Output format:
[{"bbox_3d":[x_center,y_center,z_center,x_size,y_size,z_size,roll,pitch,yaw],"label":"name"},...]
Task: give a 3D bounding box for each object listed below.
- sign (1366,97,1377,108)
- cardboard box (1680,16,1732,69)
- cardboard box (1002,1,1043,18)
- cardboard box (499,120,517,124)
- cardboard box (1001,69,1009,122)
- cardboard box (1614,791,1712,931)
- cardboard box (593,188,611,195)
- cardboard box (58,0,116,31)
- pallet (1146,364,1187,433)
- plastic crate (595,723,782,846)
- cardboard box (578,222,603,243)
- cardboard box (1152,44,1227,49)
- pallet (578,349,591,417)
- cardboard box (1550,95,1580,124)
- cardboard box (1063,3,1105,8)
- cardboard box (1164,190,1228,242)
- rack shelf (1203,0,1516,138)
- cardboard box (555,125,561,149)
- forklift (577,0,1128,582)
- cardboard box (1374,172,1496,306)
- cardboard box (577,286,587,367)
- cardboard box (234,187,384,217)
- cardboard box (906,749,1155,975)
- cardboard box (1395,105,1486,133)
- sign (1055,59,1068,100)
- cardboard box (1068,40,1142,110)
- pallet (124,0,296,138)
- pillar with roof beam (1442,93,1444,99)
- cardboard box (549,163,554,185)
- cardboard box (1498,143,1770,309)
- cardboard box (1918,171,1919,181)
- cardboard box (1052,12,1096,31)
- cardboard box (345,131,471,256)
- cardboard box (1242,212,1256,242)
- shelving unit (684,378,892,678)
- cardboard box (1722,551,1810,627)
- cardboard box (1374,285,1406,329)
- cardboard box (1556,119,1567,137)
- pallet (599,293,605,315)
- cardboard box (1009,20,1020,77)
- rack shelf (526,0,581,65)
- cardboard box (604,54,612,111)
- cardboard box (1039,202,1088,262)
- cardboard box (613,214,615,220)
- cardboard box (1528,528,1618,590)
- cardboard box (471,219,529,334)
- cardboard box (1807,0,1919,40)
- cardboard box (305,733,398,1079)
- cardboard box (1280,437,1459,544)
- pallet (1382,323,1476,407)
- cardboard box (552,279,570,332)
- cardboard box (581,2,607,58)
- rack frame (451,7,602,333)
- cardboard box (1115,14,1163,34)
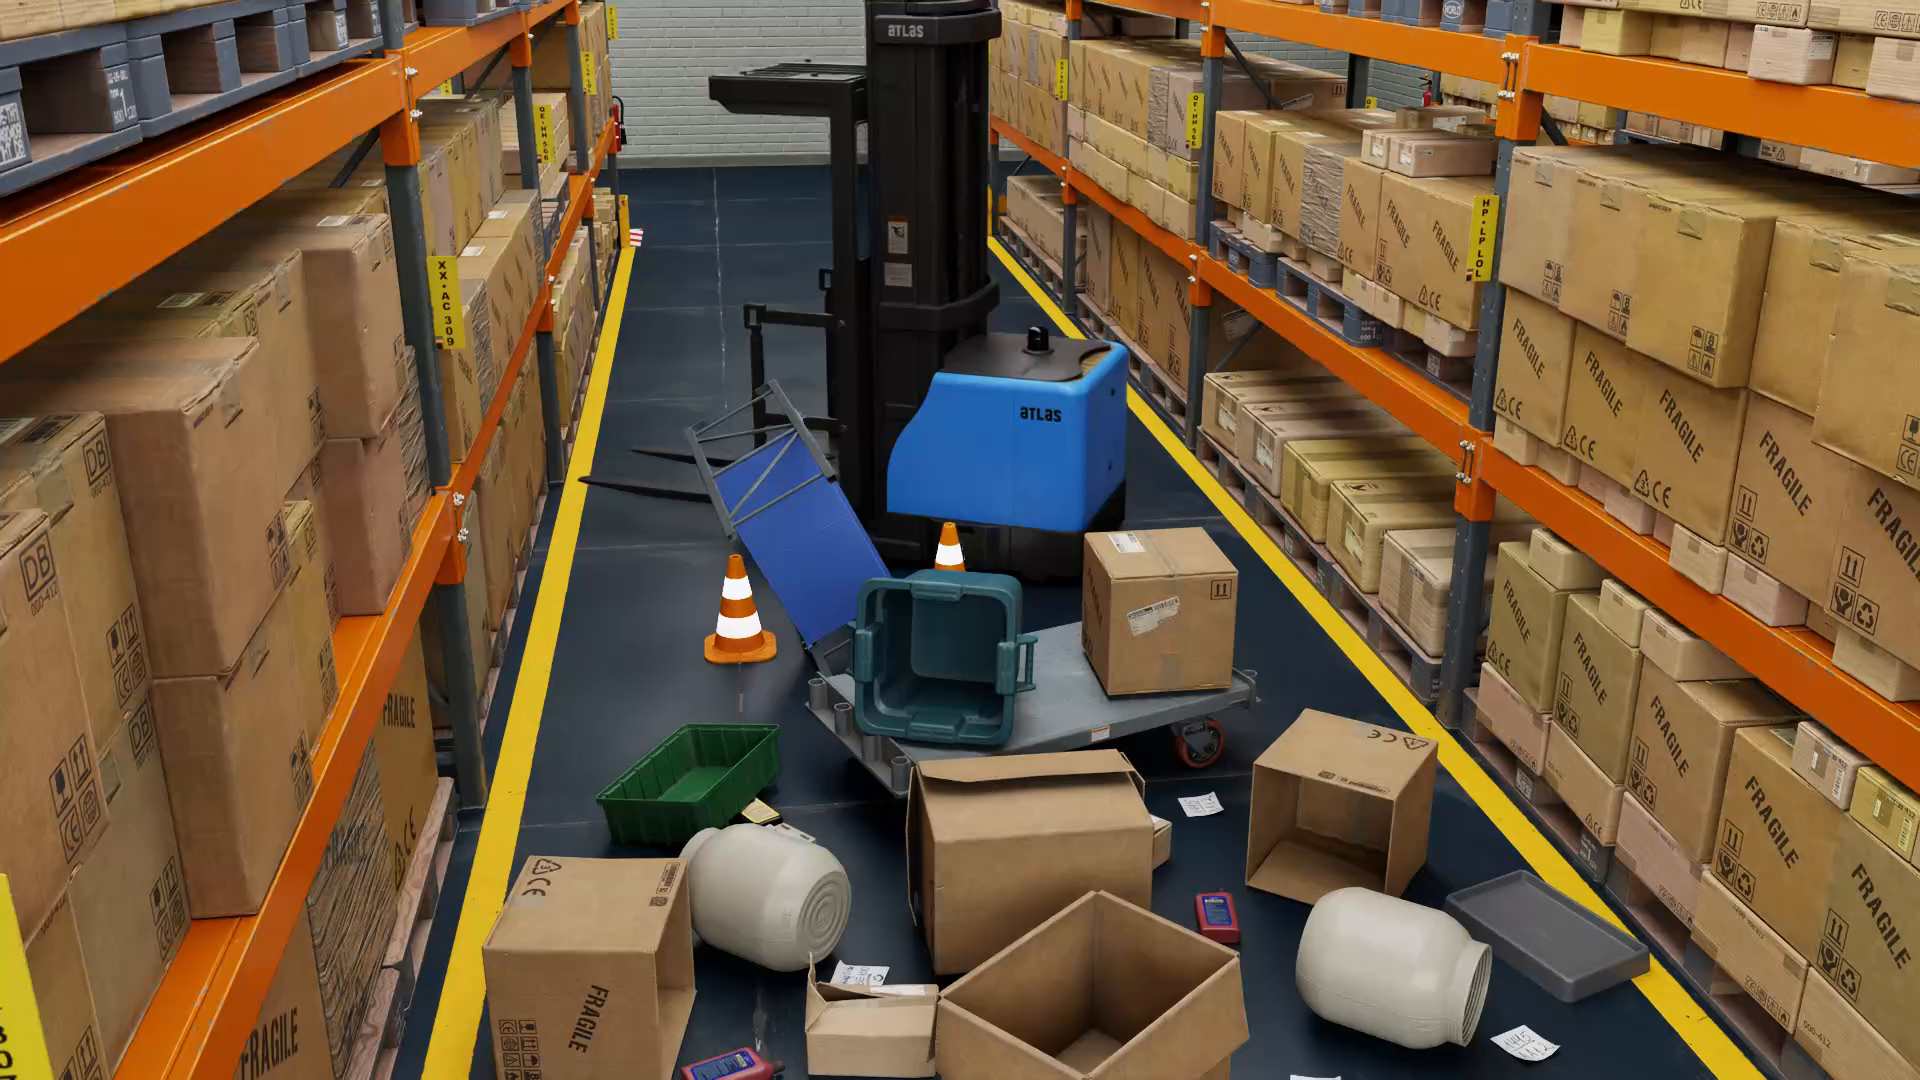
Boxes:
[{"bbox_3d":[2.505,-2.560,10.241,0.100,0.325,0.005,-3,21,-8],"label":"sign"},{"bbox_3d":[2.473,-1.544,5.135,0.380,0.149,0.250,-2,21,-6],"label":"cardboard box"},{"bbox_3d":[0.626,-5.293,16.602,0.380,0.149,0.250,-2,21,-6],"label":"cardboard box"},{"bbox_3d":[-2.980,-2.722,11.125,0.380,0.149,0.250,-2,21,-6],"label":"cardboard box"},{"bbox_3d":[0.702,-4.486,16.798,0.500,0.500,0.500,-3,21,-9],"label":"cardboard box"},{"bbox_3d":[2.531,1.038,5.479,0.500,0.250,0.500,-3,21,-8],"label":"cardboard box"},{"bbox_3d":[-3.740,-3.479,16.867,0.380,0.149,0.250,-3,21,-7],"label":"cardboard box"},{"bbox_3d":[-1.603,-0.898,2.662,0.380,0.149,0.250,-3,21,-7],"label":"cardboard box"},{"bbox_3d":[1.931,-0.994,11.577,1.003,0.211,1.213,-3,21,-8],"label":"pallet"},{"bbox_3d":[-1.016,0.930,6.376,0.450,0.188,0.662,-2,18,24],"label":"plastic crate"},{"bbox_3d":[-3.418,-2.759,14.939,0.380,0.149,0.250,-2,21,-7],"label":"cardboard box"},{"bbox_3d":[1.788,-3.603,13.005,0.500,0.500,0.500,-3,21,-7],"label":"cardboard box"},{"bbox_3d":[-3.198,-1.125,11.927,1.003,0.211,1.213,-3,21,-8],"label":"pallet"},{"bbox_3d":[5.903,-4.066,15.606,0.500,0.250,0.500,-3,21,-8],"label":"cardboard box"},{"bbox_3d":[1.211,-5.144,16.202,0.380,0.149,0.250,-3,21,-8],"label":"cardboard box"},{"bbox_3d":[1.640,-2.116,10.808,0.500,0.250,0.500,-4,21,-10],"label":"cardboard box"},{"bbox_3d":[2.258,-2.400,8.095,1.077,0.370,4.000,-3,21,-8],"label":"rack shelf"},{"bbox_3d":[-3.122,-2.943,12.143,0.380,0.149,0.250,-4,21,-10],"label":"cardboard box"},{"bbox_3d":[-0.650,-1.450,8.909,3.031,2.935,1.130,7,22,17],"label":"forklift"},{"bbox_3d":[2.180,-1.342,7.354,0.500,0.500,0.500,-3,21,-7],"label":"cardboard box"},{"bbox_3d":[-2.991,-1.551,12.054,0.500,0.500,0.500,-3,21,-9],"label":"cardboard box"},{"bbox_3d":[-2.318,-0.801,5.316,0.875,0.550,0.550,-3,21,-8],"label":"cardboard box"},{"bbox_3d":[0.222,1.048,5.497,0.797,0.637,0.503,-3,21,-8],"label":"cardboard box"},{"bbox_3d":[2.485,-2.159,8.613,0.380,0.149,0.250,-4,21,-10],"label":"cardboard box"},{"bbox_3d":[0.844,-3.823,13.814,0.100,0.325,0.005,-3,21,-8],"label":"sign"},{"bbox_3d":[1.172,-3.757,13.417,0.500,0.500,0.500,-3,21,-7],"label":"cardboard box"},{"bbox_3d":[-2.057,-1.013,3.480,1.003,0.211,1.213,-3,21,-8],"label":"pallet"},{"bbox_3d":[1.971,-8.618,19.428,9.100,9.000,0.400,-3,21,-8],"label":"pillar with roof beam"},{"bbox_3d":[-3.008,-2.533,11.469,0.380,0.149,0.250,-4,21,-10],"label":"cardboard box"},{"bbox_3d":[2.395,-1.130,5.958,0.700,0.500,0.500,-3,21,-8],"label":"cardboard box"},{"bbox_3d":[6.962,-2.705,11.429,0.500,0.500,0.500,-2,21,-5],"label":"cardboard box"},{"bbox_3d":[1.023,-4.589,14.716,0.380,0.149,0.250,-3,21,-8],"label":"cardboard box"},{"bbox_3d":[-2.635,-1.569,7.558,0.700,0.500,0.500,-3,21,-8],"label":"cardboard box"},{"bbox_3d":[1.834,-1.784,9.466,0.380,0.149,0.250,-4,21,-11],"label":"cardboard box"},{"bbox_3d":[-0.674,0.024,7.457,0.538,1.048,1.500,-30,25,-3],"label":"shelving unit"},{"bbox_3d":[2.514,0.133,4.932,0.380,0.149,0.250,-3,21,-8],"label":"cardboard box"},{"bbox_3d":[2.106,-1.062,7.531,0.380,0.149,0.250,-3,21,-9],"label":"cardboard box"},{"bbox_3d":[5.877,-3.911,15.758,0.380,0.149,0.250,-2,21,-6],"label":"cardboard box"},{"bbox_3d":[-3.622,-2.049,14.400,1.003,0.211,1.213,-3,21,-8],"label":"pallet"},{"bbox_3d":[0.767,-4.772,16.134,0.500,0.500,0.500,-3,21,-8],"label":"cardboard box"},{"bbox_3d":[-3.202,-3.500,11.041,1.077,0.370,4.000,-3,21,-8],"label":"rack shelf"},{"bbox_3d":[-3.748,-4.553,16.551,0.500,0.500,0.500,-2,21,-7],"label":"cardboard box"},{"bbox_3d":[1.279,-2.938,15.857,0.875,0.438,0.875,-4,21,-9],"label":"cardboard box"},{"bbox_3d":[-3.709,-3.341,16.925,0.380,0.149,0.250,-3,21,-9],"label":"cardboard box"},{"bbox_3d":[2.323,0.061,6.096,0.380,0.149,0.250,-3,21,-7],"label":"cardboard box"},{"bbox_3d":[-2.441,-1.298,8.261,0.500,0.500,0.500,-3,21,-9],"label":"cardboard box"},{"bbox_3d":[2.557,-1.420,4.234,0.500,0.250,0.500,-3,21,-7],"label":"cardboard box"},{"bbox_3d":[-2.182,0.977,4.749,0.875,0.875,0.875,-3,21,-7],"label":"cardboard box"},{"bbox_3d":[2.259,-0.276,8.823,0.950,0.372,0.625,-2,21,-6],"label":"cardboard box"},{"bbox_3d":[2.580,-0.821,7.402,1.003,0.211,1.213,-3,21,-8],"label":"pallet"},{"bbox_3d":[-2.847,-1.543,10.961,0.500,0.250,0.500,-3,21,-8],"label":"cardboard box"},{"bbox_3d":[-3.755,-5.018,16.367,0.500,0.500,0.500,-3,21,-9],"label":"cardboard box"},{"bbox_3d":[-3.491,-3.124,13.294,1.000,3.000,0.127,-3,21,-8],"label":"rack frame"},{"bbox_3d":[1.552,-4.438,14.313,0.380,0.149,0.250,-3,21,-7],"label":"cardboard box"}]
